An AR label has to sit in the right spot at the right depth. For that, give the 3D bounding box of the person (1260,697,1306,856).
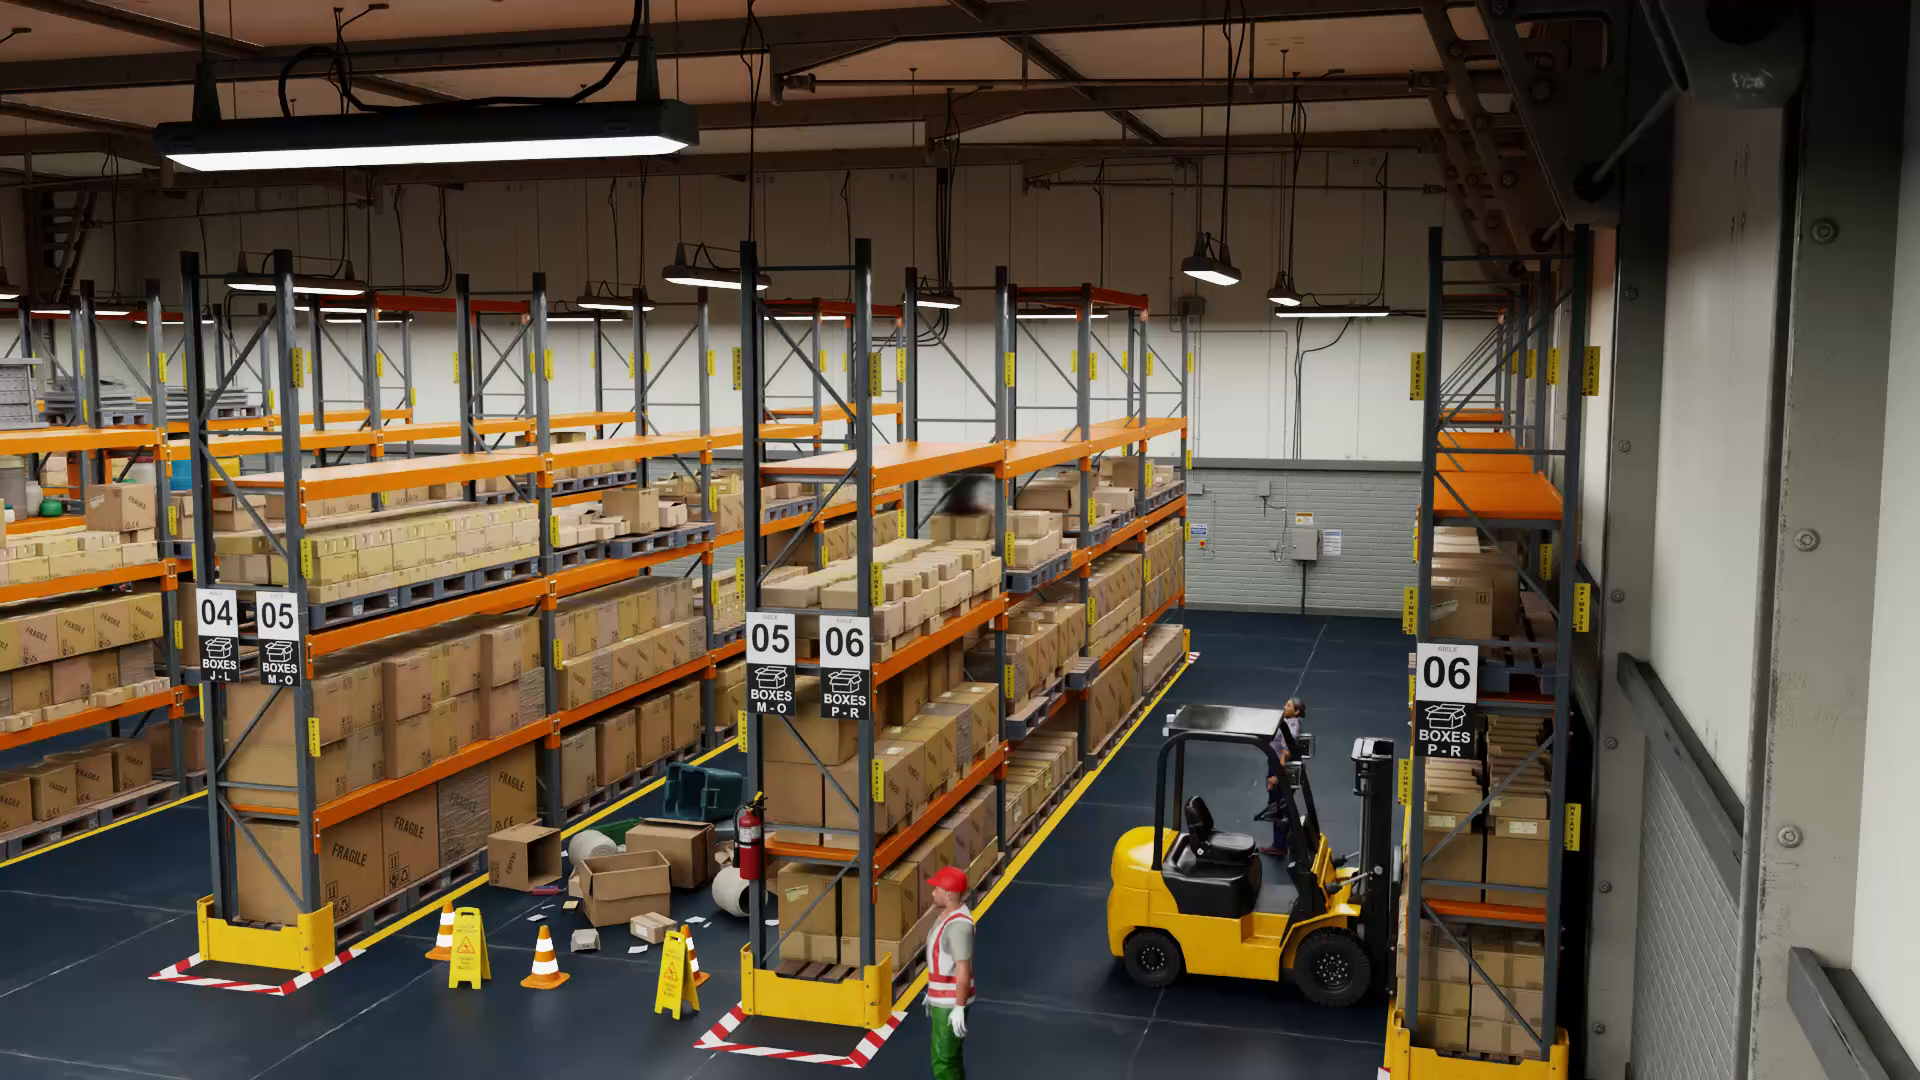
[{"bbox_3d":[3.340,2.453,17.239,0.419,1.673,0.571,4,8,35],"label":"person"}]

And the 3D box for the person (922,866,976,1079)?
[{"bbox_3d":[-0.096,3.063,10.961,0.381,1.821,0.605,-1,6,-5],"label":"person"}]
